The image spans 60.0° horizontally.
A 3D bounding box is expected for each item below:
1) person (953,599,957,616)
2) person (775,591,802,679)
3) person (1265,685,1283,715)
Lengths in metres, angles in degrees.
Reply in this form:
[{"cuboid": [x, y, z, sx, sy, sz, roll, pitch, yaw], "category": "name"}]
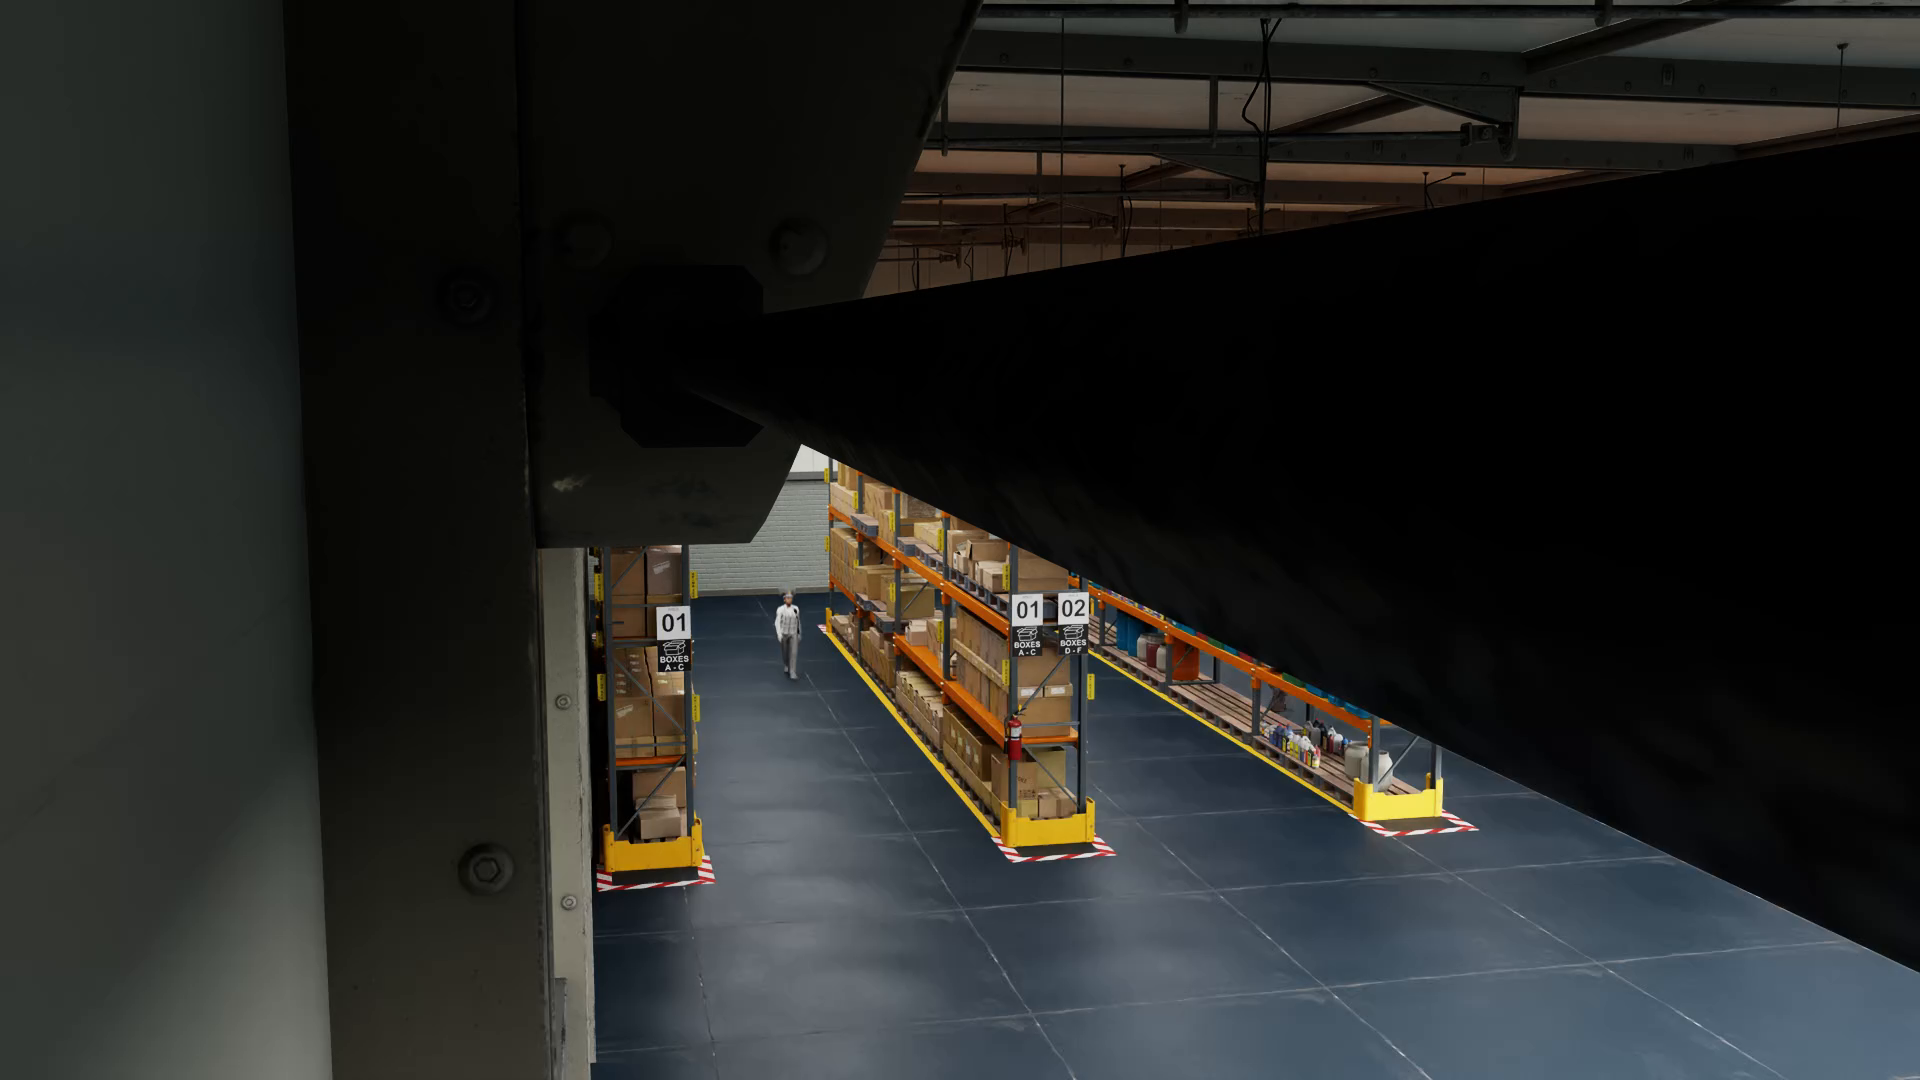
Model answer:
[{"cuboid": [0.047, 0.931, 38.297, 1.022, 1.736, 0.673, -7, 10, -45], "category": "person"}, {"cuboid": [-3.252, 1.768, 31.495, 0.493, 1.635, 1.023, 0, 7, -3], "category": "person"}, {"cuboid": [5.440, 2.115, 28.441, 0.425, 1.723, 0.575, 1, 7, 7], "category": "person"}]
